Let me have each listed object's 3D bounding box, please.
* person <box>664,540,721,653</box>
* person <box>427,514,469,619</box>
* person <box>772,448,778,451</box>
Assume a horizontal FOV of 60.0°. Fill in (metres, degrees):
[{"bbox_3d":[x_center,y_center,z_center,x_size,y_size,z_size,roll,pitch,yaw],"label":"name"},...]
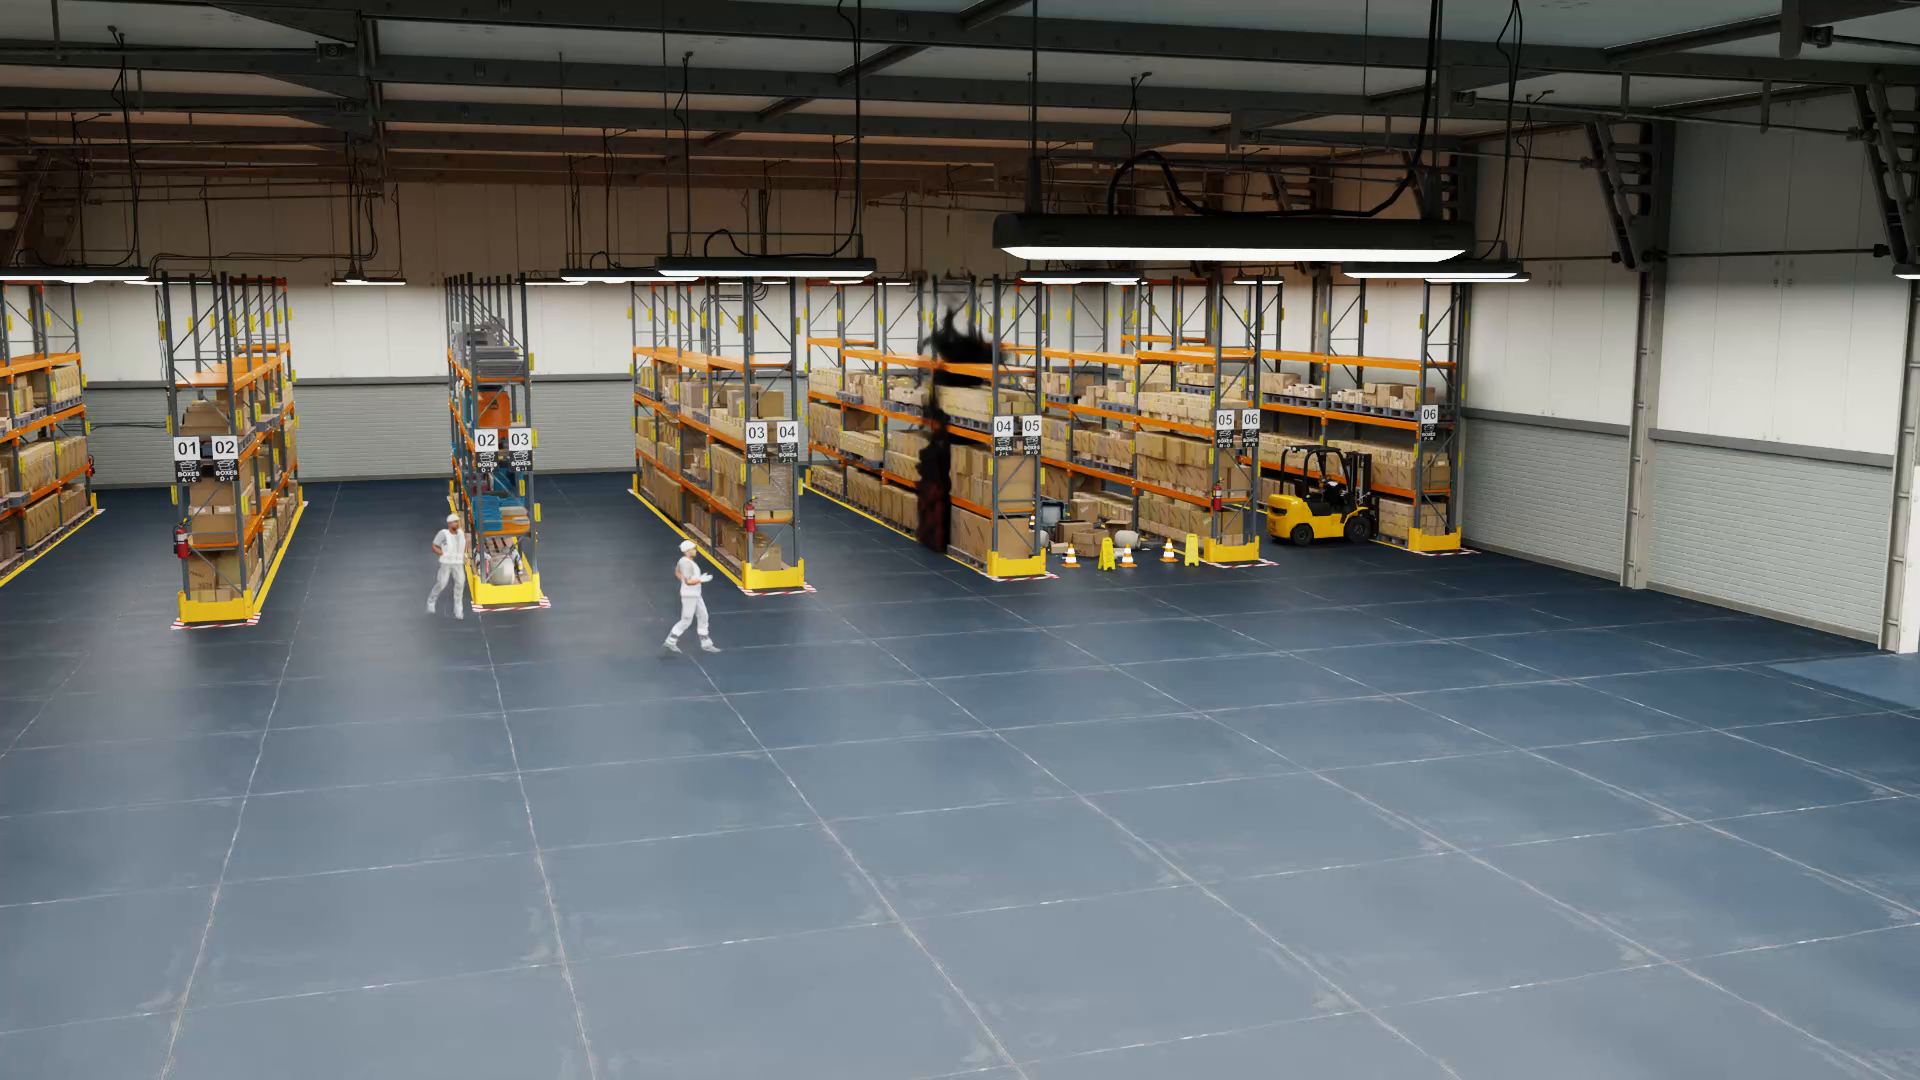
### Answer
[{"bbox_3d":[-4.206,0.894,26.008,0.882,1.794,0.648,0,9,-2],"label":"person"},{"bbox_3d":[-8.925,0.439,29.283,0.899,1.784,0.742,8,12,43],"label":"person"},{"bbox_3d":[-5.411,-2.371,48.593,0.552,1.608,0.638,5,10,29],"label":"person"}]
